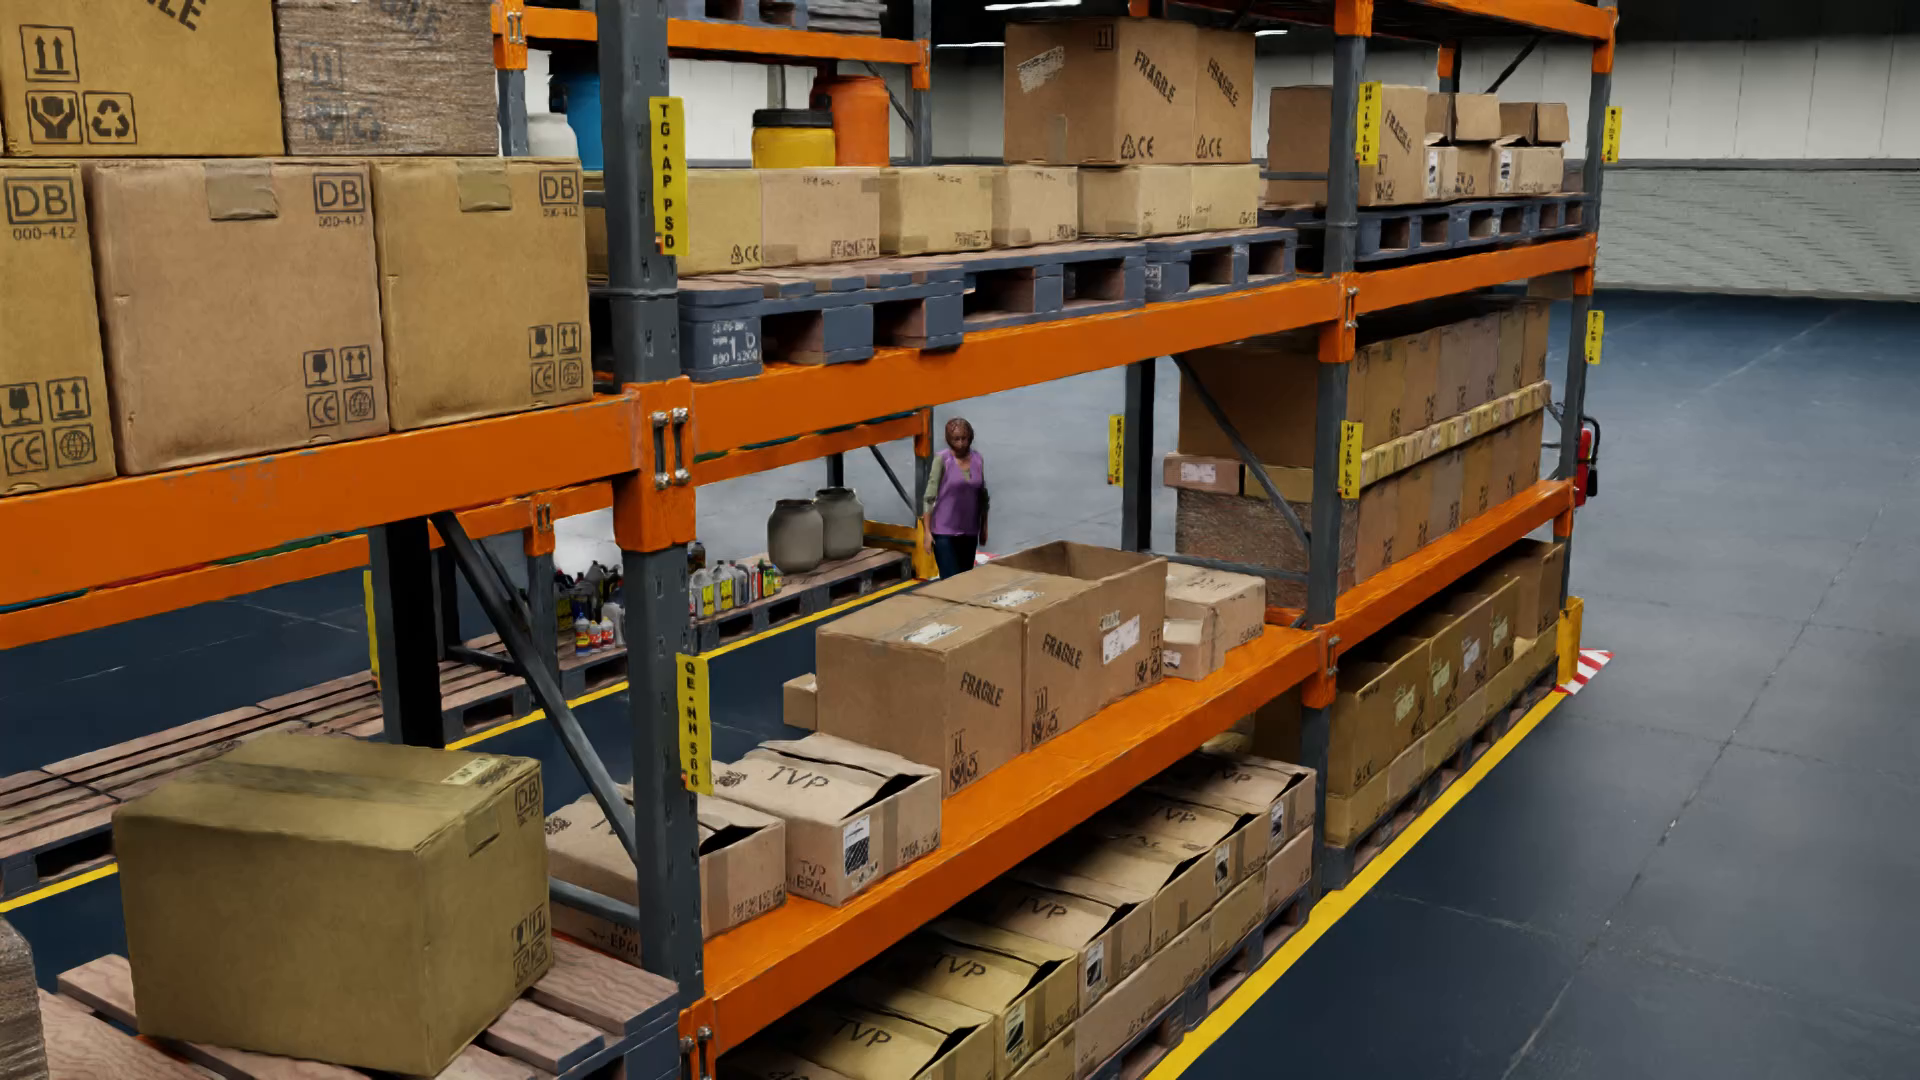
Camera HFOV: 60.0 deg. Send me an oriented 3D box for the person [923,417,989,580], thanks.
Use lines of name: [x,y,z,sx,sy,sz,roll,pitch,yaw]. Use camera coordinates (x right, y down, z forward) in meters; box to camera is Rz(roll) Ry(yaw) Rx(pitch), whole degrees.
person: [-0.022,-0.037,11.128,0.524,1.592,0.545,-8,15,-31]
